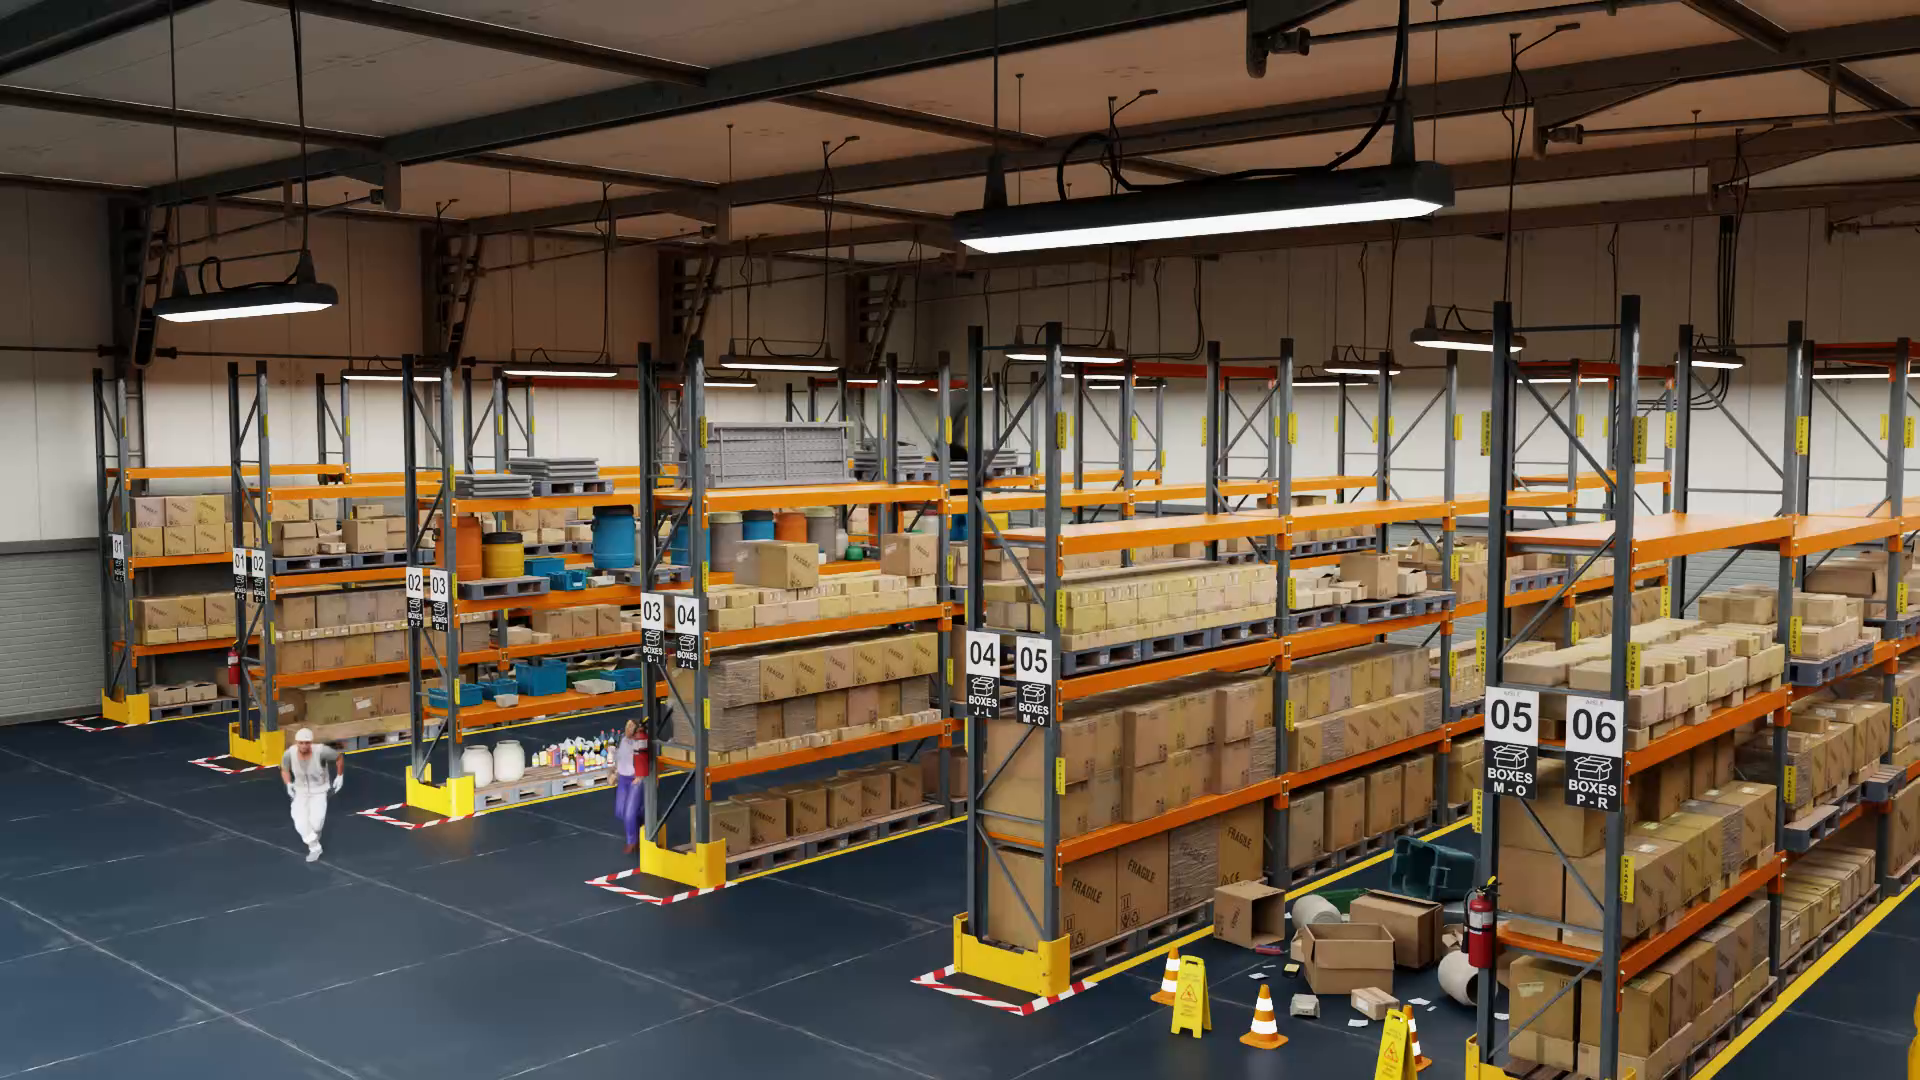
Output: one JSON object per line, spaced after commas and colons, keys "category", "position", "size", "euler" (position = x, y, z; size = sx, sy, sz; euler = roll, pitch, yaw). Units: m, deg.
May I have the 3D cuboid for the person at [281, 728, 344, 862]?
{"category": "person", "position": [-7.532, 2.945, 19.384], "size": [0.674, 1.623, 0.890], "euler": [-1, 4, -11]}

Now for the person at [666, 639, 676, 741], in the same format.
{"category": "person", "position": [-4.455, 2.342, 26.639], "size": [0.664, 1.758, 0.569], "euler": [4, 6, 41]}

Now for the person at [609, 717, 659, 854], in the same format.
{"category": "person", "position": [-3.862, 2.918, 19.928], "size": [0.608, 1.620, 0.598], "euler": [3, 5, 32]}

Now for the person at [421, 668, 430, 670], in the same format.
{"category": "person", "position": [-9.314, 2.172, 28.797], "size": [0.706, 1.756, 0.783], "euler": [4, 6, 43]}
